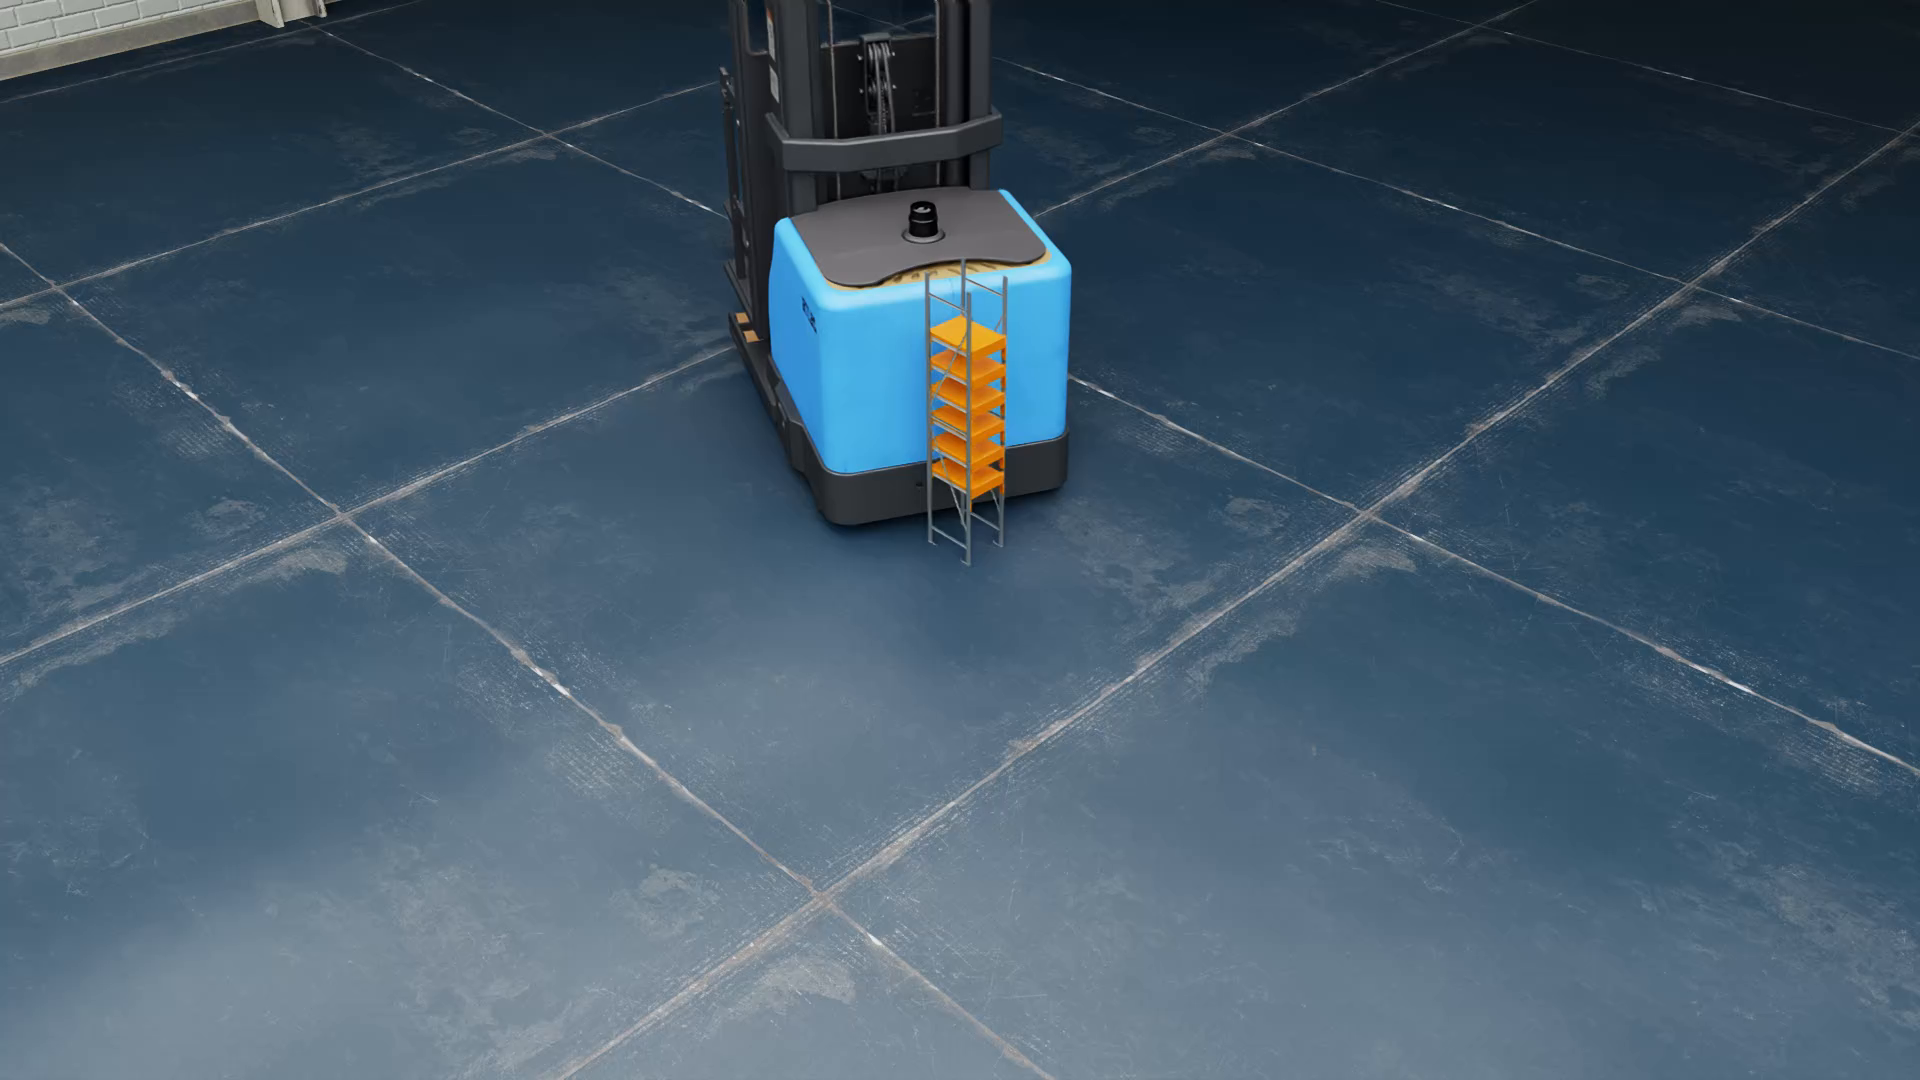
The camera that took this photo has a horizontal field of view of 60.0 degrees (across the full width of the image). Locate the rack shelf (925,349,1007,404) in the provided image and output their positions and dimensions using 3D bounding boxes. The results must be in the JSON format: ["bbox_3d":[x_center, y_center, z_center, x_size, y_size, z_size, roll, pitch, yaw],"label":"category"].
[{"bbox_3d":[0.022,-0.632,6.265,0.180,0.103,0.258,-29,44,-35],"label":"rack shelf"}]

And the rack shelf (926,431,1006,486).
[{"bbox_3d":[0.022,-0.337,6.471,0.180,0.103,0.258,-29,44,-35],"label":"rack shelf"}]

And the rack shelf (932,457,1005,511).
[{"bbox_3d":[0.022,-0.238,6.540,0.180,0.103,0.258,-29,44,-35],"label":"rack shelf"}]

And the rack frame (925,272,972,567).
[{"bbox_3d":[-0.044,-0.435,6.325,0.006,1.200,0.240,-29,44,-35],"label":"rack frame"}]

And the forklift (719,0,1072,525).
[{"bbox_3d":[-0.488,-2.102,7.202,1.130,2.935,3.031,-11,36,-15],"label":"forklift"}]

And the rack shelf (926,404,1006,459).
[{"bbox_3d":[0.022,-0.435,6.402,0.180,0.103,0.258,-29,44,-35],"label":"rack shelf"}]

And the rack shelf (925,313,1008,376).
[{"bbox_3d":[0.022,-0.730,6.196,0.180,0.103,0.258,-29,44,-35],"label":"rack shelf"}]

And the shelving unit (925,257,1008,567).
[{"bbox_3d":[0.022,-0.471,6.377,0.189,1.200,0.258,-29,44,-35],"label":"shelving unit"}]

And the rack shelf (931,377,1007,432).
[{"bbox_3d":[0.022,-0.533,6.334,0.180,0.103,0.258,-29,44,-35],"label":"rack shelf"}]

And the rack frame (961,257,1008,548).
[{"bbox_3d":[0.088,-0.508,6.429,0.006,1.200,0.240,-29,44,-35],"label":"rack frame"}]

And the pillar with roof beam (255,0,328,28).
[{"bbox_3d":[-1.876,-5.821,7.230,9.100,9.000,0.400,30,45,35],"label":"pillar with roof beam"}]
